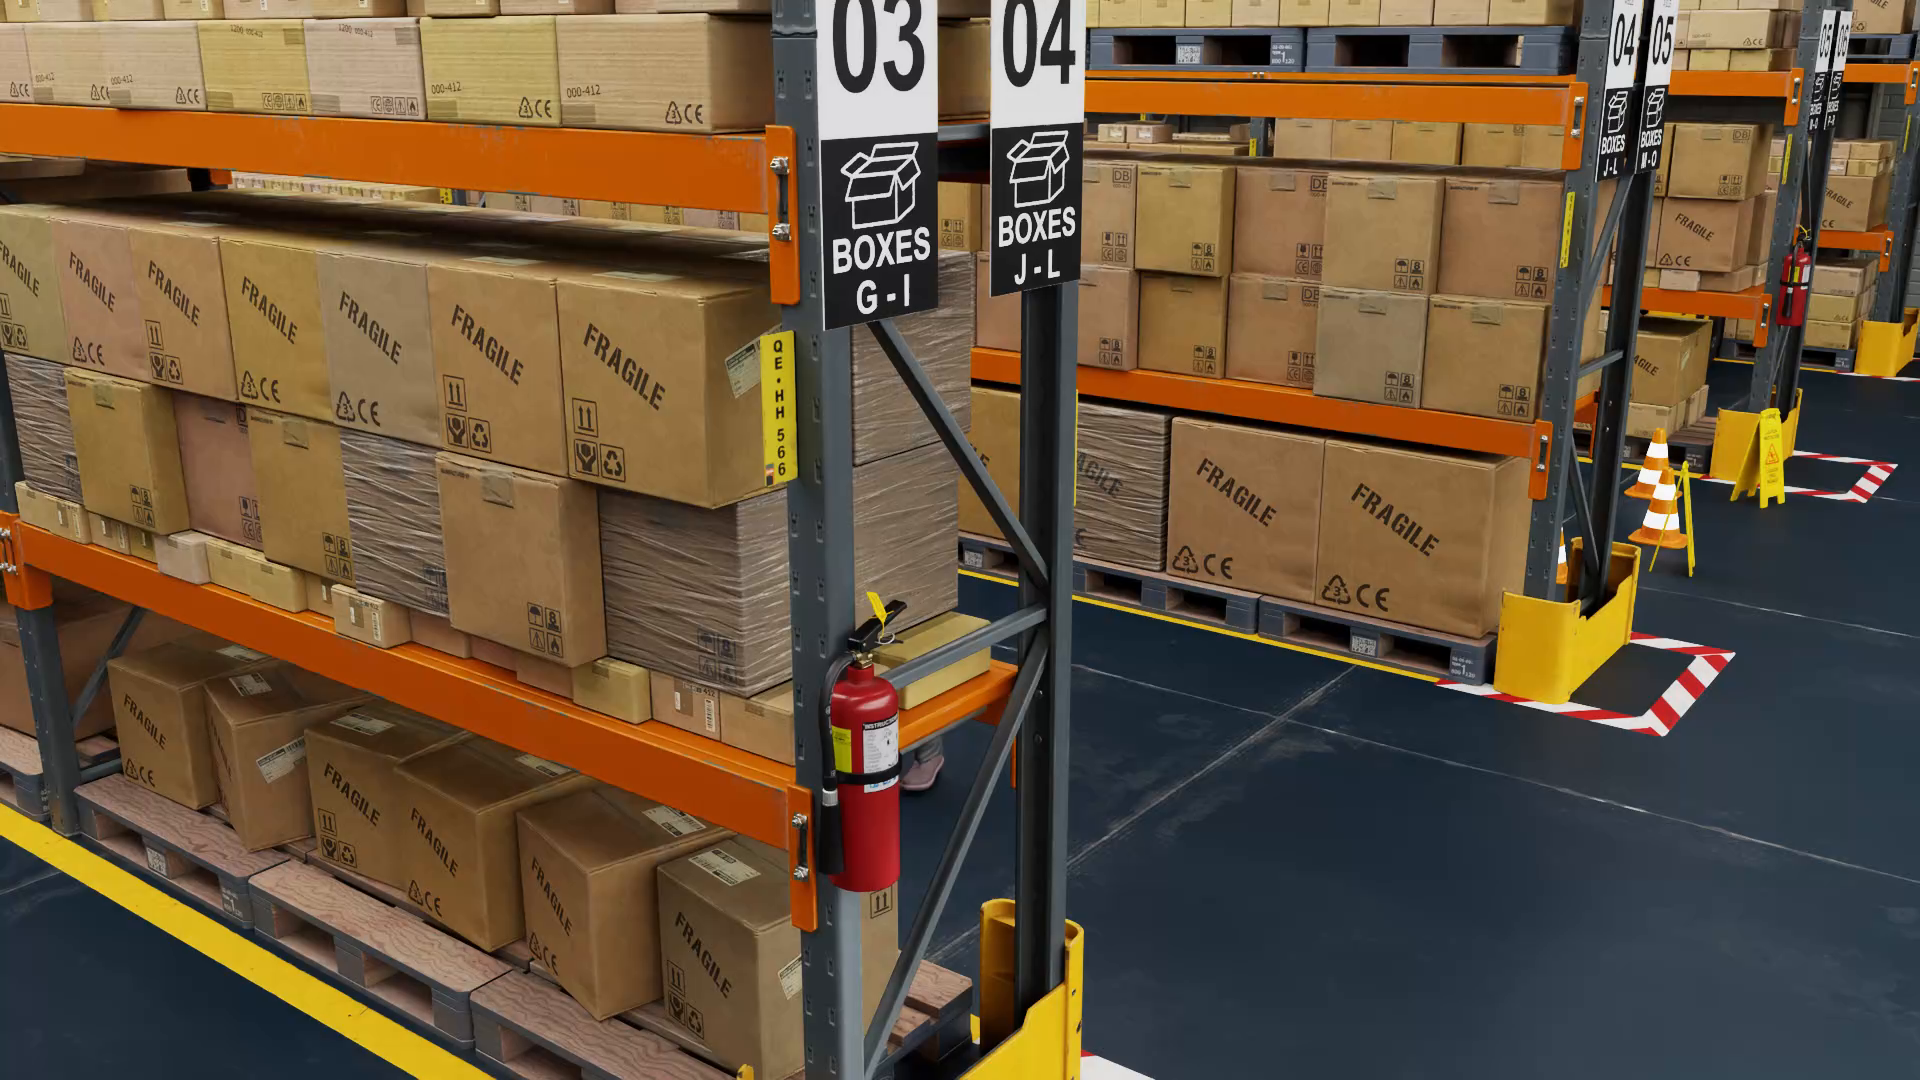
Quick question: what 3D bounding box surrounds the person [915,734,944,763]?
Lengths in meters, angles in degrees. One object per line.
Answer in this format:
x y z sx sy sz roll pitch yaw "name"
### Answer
-0.298 0.216 6.697 0.471 1.586 0.541 10 19 29 "person"
